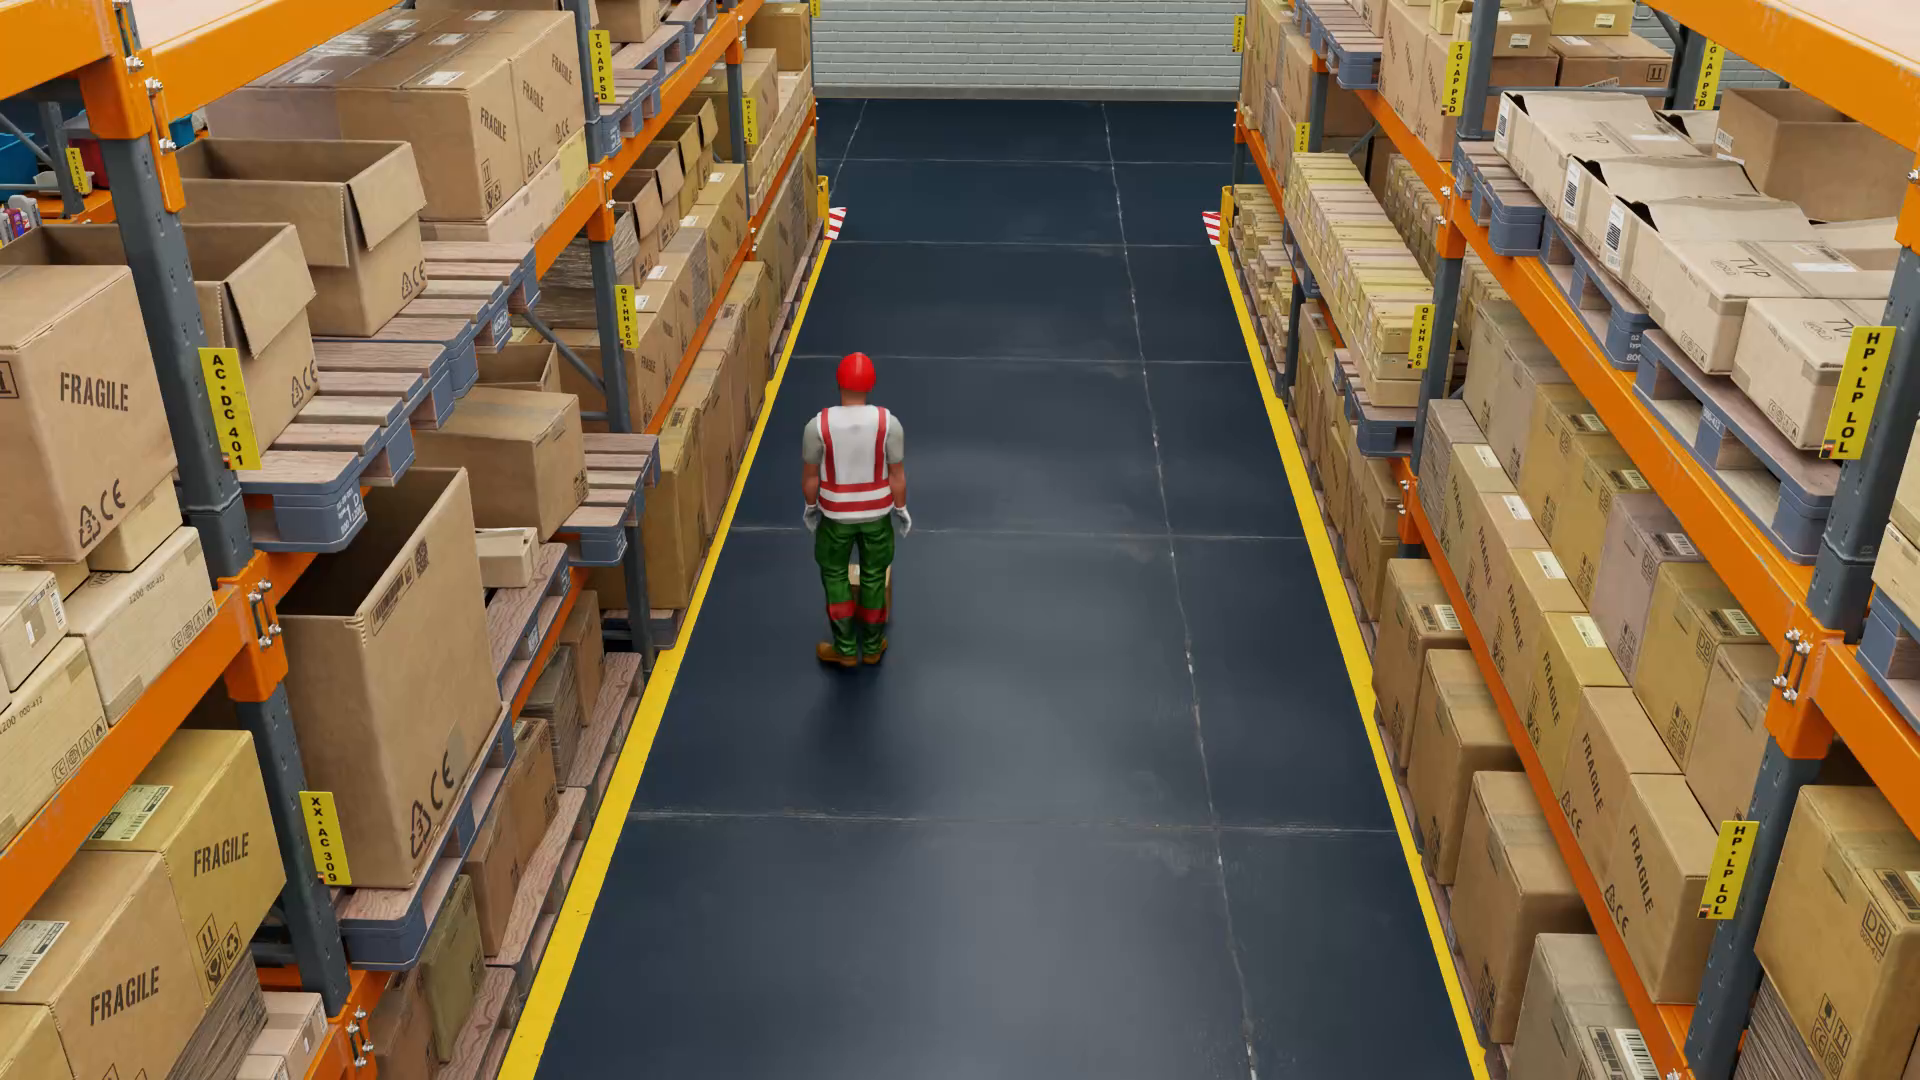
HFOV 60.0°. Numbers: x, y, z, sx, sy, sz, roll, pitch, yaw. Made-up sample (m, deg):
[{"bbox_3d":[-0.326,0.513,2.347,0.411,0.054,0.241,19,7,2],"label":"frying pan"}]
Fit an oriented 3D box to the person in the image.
[{"bbox_3d":[-0.547,-0.149,8.846,0.573,1.791,0.386,-2,28,-4],"label":"person"}]
